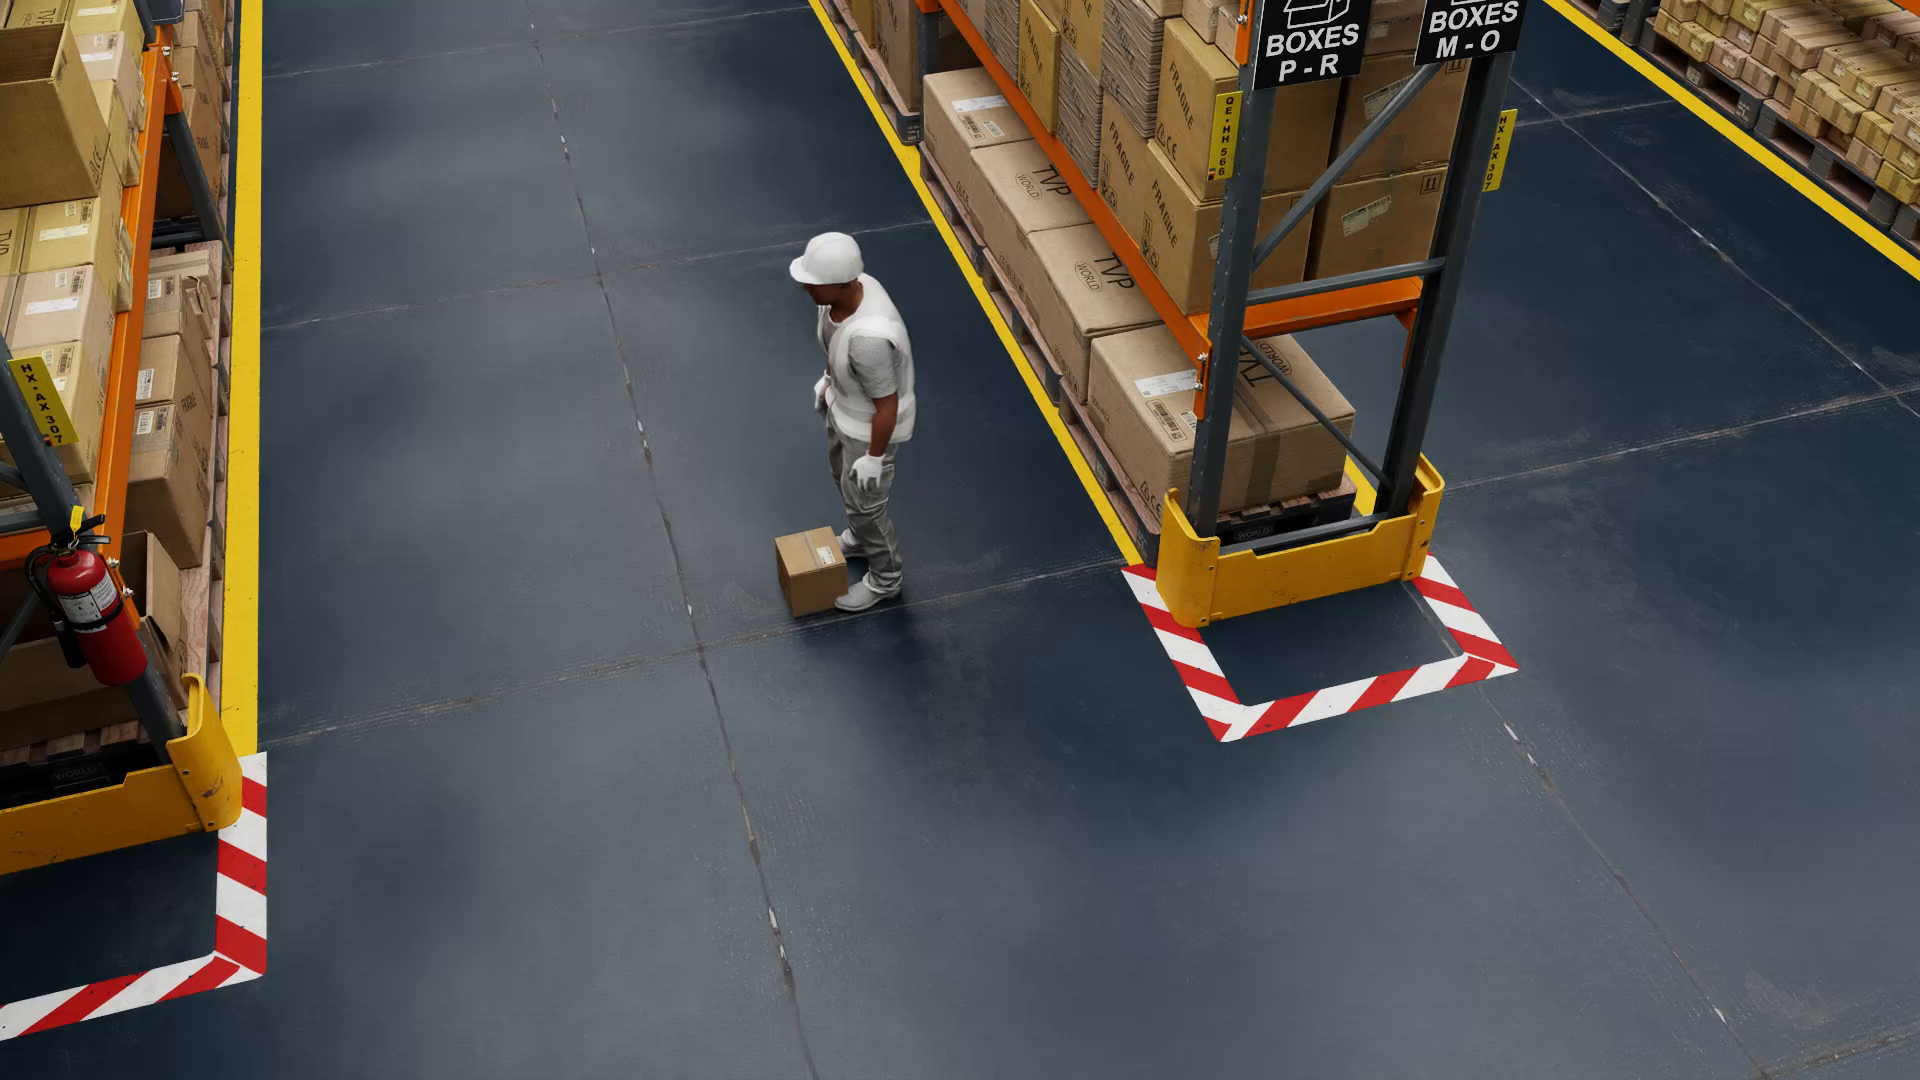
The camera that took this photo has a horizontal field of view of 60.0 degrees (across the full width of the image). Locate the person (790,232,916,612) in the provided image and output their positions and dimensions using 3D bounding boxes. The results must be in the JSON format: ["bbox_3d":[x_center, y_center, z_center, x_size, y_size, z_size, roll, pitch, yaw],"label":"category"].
[{"bbox_3d":[-0.418,-0.479,6.685,0.447,1.775,0.633,-13,44,-14],"label":"person"}]
